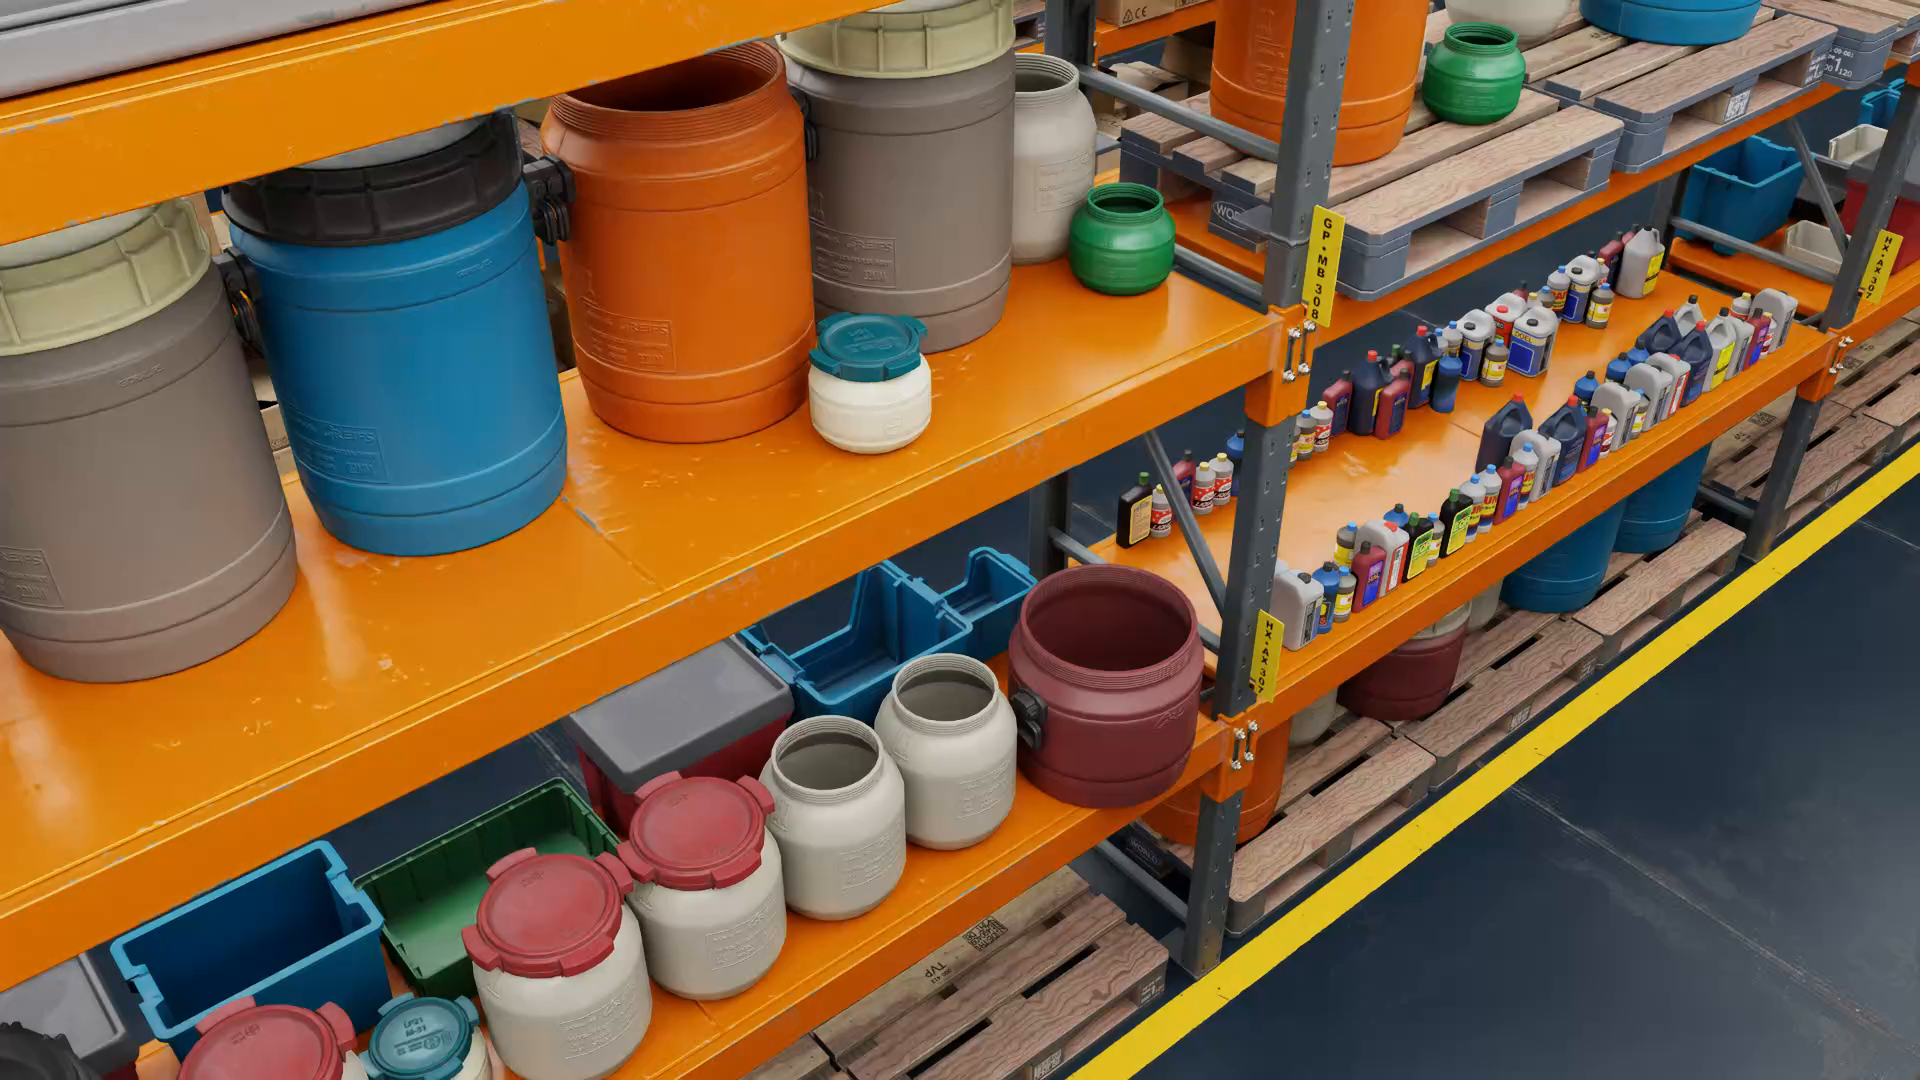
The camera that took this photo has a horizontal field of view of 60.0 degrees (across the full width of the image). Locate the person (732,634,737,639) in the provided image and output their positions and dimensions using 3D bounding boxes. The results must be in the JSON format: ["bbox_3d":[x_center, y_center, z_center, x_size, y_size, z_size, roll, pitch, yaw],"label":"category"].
[{"bbox_3d":[-0.896,0.818,5.991,0.406,1.581,0.313,-26,44,-30],"label":"person"}]
